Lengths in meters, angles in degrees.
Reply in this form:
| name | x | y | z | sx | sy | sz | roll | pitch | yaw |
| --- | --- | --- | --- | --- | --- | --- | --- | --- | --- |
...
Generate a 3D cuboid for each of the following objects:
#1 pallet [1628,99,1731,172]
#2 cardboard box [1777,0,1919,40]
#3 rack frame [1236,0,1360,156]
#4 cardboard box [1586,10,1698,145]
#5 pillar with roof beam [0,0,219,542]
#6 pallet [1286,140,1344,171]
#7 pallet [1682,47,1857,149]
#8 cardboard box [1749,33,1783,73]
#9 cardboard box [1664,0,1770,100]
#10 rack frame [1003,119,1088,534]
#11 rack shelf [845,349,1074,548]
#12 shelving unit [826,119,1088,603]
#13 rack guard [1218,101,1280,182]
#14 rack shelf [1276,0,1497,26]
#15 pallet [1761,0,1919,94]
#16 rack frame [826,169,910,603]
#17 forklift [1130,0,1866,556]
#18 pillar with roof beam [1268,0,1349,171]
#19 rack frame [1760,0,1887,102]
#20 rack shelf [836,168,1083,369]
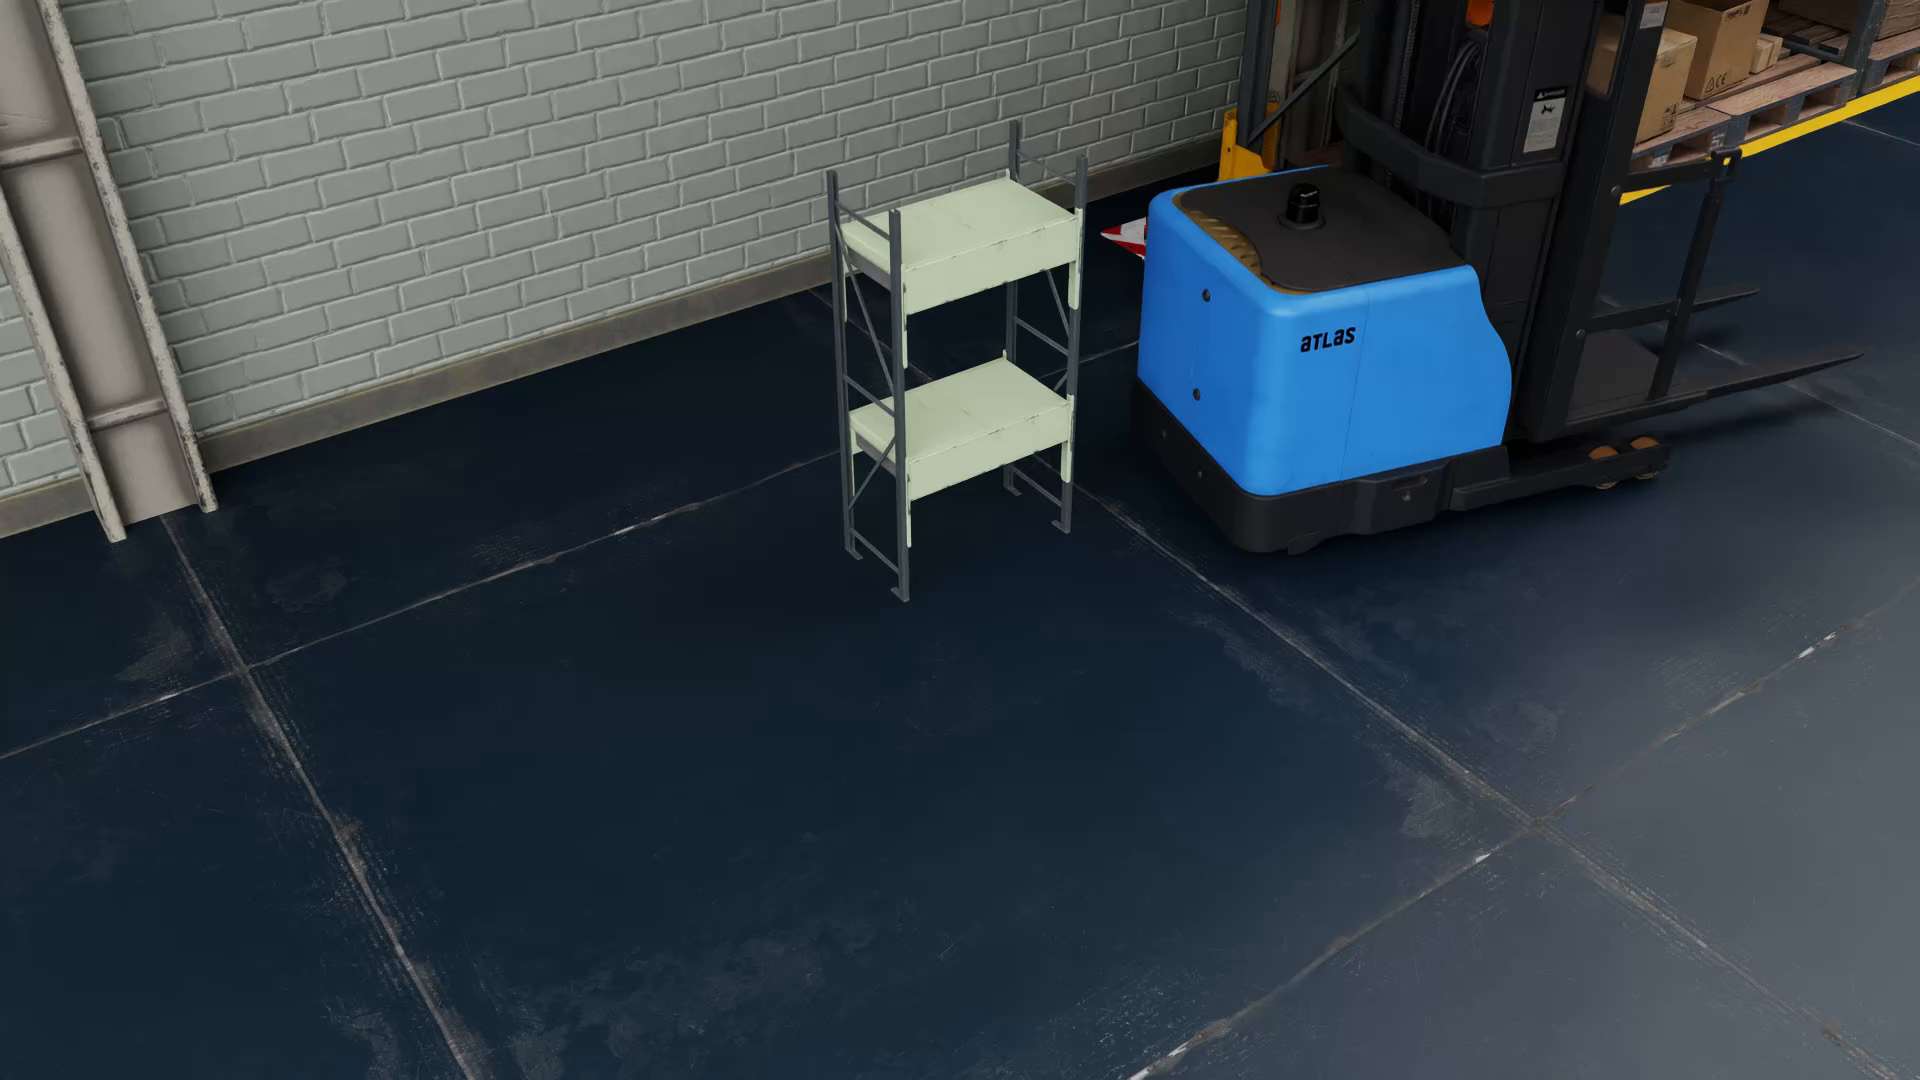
| name | x | y | z | sx | sy | sz | roll | pitch | yaw |
| --- | --- | --- | --- | --- | --- | --- | --- | --- | --- |
| pallet | 3.465 | -2.274 | 9.231 | 1.213 | 0.211 | 1.003 | -22 | 41 | -28 |
| cardboard box | 5.583 | -3.481 | 10.285 | 0.500 | 0.500 | 0.700 | -21 | 41 | -26 |
| rack frame | 1.722 | -2.716 | 7.458 | 0.127 | 3.000 | 1.000 | -22 | 41 | -28 |
| cardboard box | 3.434 | -2.484 | 8.899 | 0.500 | 0.500 | 0.700 | -25 | 43 | -31 |
| pillar with roof beam | -0.629 | -1.727 | 0.944 | 0.400 | 9.000 | 9.100 | -22 | 41 | -28 |
| pallet | 2.468 | -1.866 | 8.664 | 1.213 | 0.211 | 1.003 | -22 | 41 | -28 |
| pallet | 4.463 | -2.687 | 9.805 | 1.213 | 0.211 | 1.003 | -22 | 41 | -28 |
| cardboard box | 4.571 | -2.896 | 9.757 | 0.250 | 0.166 | 0.380 | -28 | 44 | -33 |
| cardboard box | 4.166 | -2.857 | 9.418 | 0.500 | 0.500 | 0.500 | -26 | 43 | -31 |
| rack frame | 0.294 | -0.730 | 5.980 | 0.023 | 1.500 | 0.400 | -22 | 41 | -28 |
| rack shelf | -0.005 | -0.342 | 5.999 | 0.720 | 0.370 | 0.431 | -22 | 41 | -28 |
| shelving unit | -0.005 | -0.607 | 5.809 | 0.755 | 1.500 | 0.431 | -22 | 41 | -28 |
| rack guard | 1.784 | -1.727 | 8.223 | 0.348 | 0.500 | 1.175 | -22 | 41 | -28 |
| rack shelf | 3.356 | -3.097 | 8.603 | 4.000 | 0.370 | 1.077 | -22 | 41 | -28 |
| pallet | 5.627 | -3.192 | 10.507 | 1.213 | 0.211 | 1.003 | -22 | 41 | -28 |
| rack frame | -0.305 | -0.484 | 5.638 | 0.023 | 1.500 | 0.400 | -22 | 41 | -28 |
| forklift | 2.263 | -1.666 | 6.056 | 3.031 | 2.935 | 1.130 | -12 | 38 | -17 |
| pillar with roof beam | 4.276 | -3.745 | 3.750 | 0.400 | 9.000 | 9.100 | -22 | 41 | -28 |
| rack frame | 4.991 | -4.062 | 9.328 | 0.127 | 3.000 | 1.000 | -22 | 41 | -28 |
| rack shelf | -0.005 | -0.923 | 5.581 | 0.720 | 0.370 | 0.431 | -22 | 41 | -28 |
